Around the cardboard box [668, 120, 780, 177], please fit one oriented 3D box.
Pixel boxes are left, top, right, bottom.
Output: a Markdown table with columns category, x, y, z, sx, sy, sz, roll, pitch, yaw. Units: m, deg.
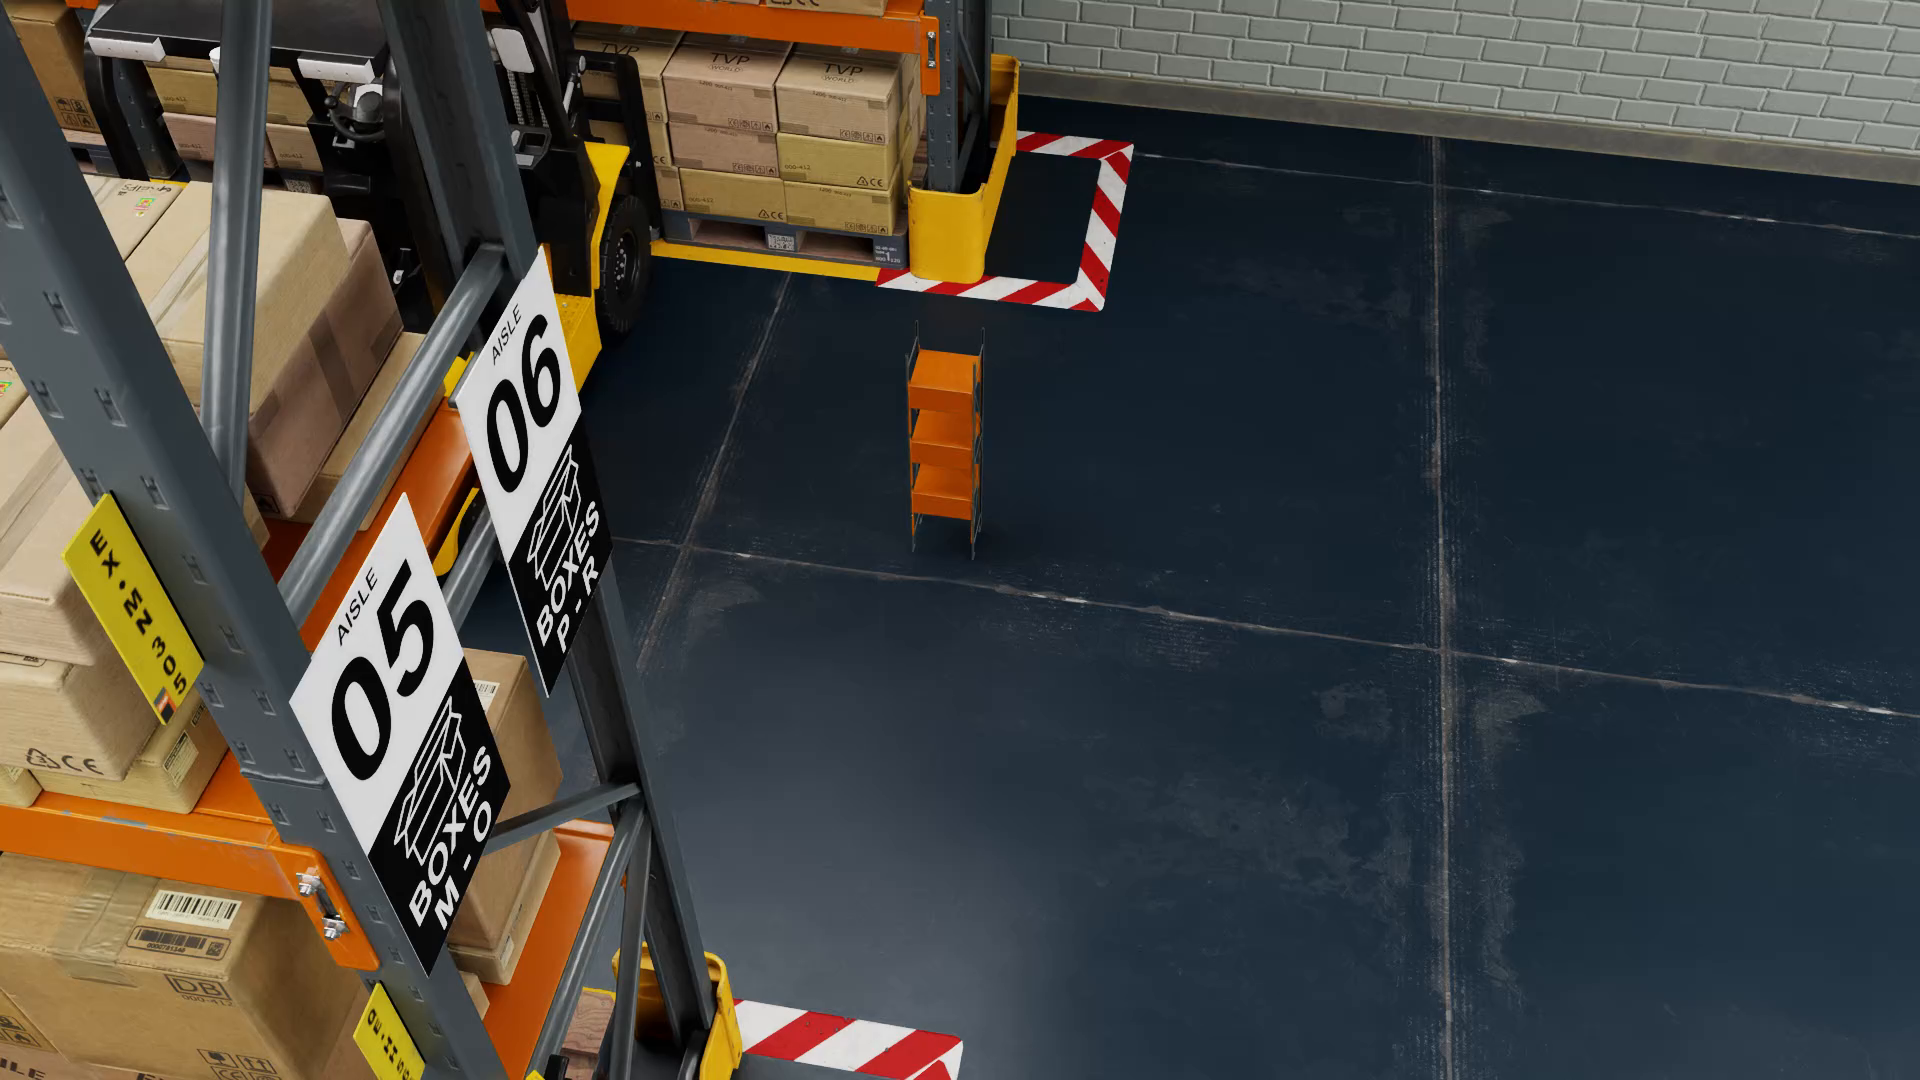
| category | x | y | z | sx | sy | sz | roll | pitch | yaw |
| --- | --- | --- | --- | --- | --- | --- | --- | --- | --- |
| cardboard box | -1.024 | -1.947 | 7.685 | 0.500 | 0.250 | 0.500 | 7 | 48 | 6 |

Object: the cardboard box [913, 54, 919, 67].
| category | x | y | z | sx | sy | sz | roll | pitch | yaw |
| --- | --- | --- | --- | --- | --- | --- | --- | --- | --- |
| cardboard box | -0.437 | -2.407 | 7.762 | 0.500 | 0.250 | 0.500 | 7 | 48 | 6 |

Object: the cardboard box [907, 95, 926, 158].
| category | x | y | z | sx | sy | sz | roll | pitch | yaw |
| --- | --- | --- | --- | --- | --- | --- | --- | --- | --- |
| cardboard box | -0.447 | -2.078 | 8.139 | 0.500 | 0.250 | 0.500 | 8 | 49 | 7 |

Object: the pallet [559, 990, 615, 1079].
| category | x | y | z | sx | sy | sz | roll | pitch | yaw |
| --- | --- | --- | --- | --- | --- | --- | --- | --- | --- |
| pallet | -1.745 | 1.773 | 4.987 | 1.213 | 0.211 | 1.003 | 8 | 49 | 7 |

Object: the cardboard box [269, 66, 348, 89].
| category | x | y | z | sx | sy | sz | roll | pitch | yaw |
| --- | --- | --- | --- | --- | --- | --- | --- | --- | --- |
| cardboard box | -3.013 | -2.365 | 7.724 | 0.500 | 0.250 | 0.500 | 8 | 49 | 7 |

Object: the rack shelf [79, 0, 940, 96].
| category | x | y | z | sx | sy | sz | roll | pitch | yaw |
| --- | --- | --- | --- | --- | --- | --- | --- | --- | --- |
| rack shelf | -1.966 | -2.673 | 7.591 | 4.000 | 0.370 | 1.077 | 8 | 49 | 7 |

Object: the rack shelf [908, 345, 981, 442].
| category | x | y | z | sx | sy | sz | roll | pitch | yaw |
| --- | --- | --- | --- | --- | --- | --- | --- | --- | --- |
| rack shelf | -0.053 | -0.541 | 6.135 | 0.240 | 0.259 | 0.215 | 8 | 49 | 7 |

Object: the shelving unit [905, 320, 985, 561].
| category | x | y | z | sx | sy | sz | roll | pitch | yaw |
| --- | --- | --- | --- | --- | --- | --- | --- | --- | --- |
| shelving unit | -0.053 | -0.358 | 6.338 | 0.252 | 1.050 | 0.215 | 8 | 49 | 7 |

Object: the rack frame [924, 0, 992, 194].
| category | x | y | z | sx | sy | sz | roll | pitch | yaw |
| --- | --- | --- | --- | --- | --- | --- | --- | --- | --- |
| rack frame | 0.002 | -2.649 | 7.086 | 0.127 | 3.000 | 1.000 | 8 | 49 | 7 |

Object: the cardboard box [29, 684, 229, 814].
| category | x | y | z | sx | sy | sz | roll | pitch | yaw |
| --- | --- | --- | --- | --- | --- | --- | --- | --- | --- |
| cardboard box | -1.278 | 0.224 | 2.657 | 0.250 | 0.149 | 0.380 | 8 | 49 | 7 |

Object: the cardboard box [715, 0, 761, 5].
| category | x | y | z | sx | sy | sz | roll | pitch | yaw |
| --- | --- | --- | --- | --- | --- | --- | --- | --- | --- |
| cardboard box | -1.038 | -2.631 | 7.002 | 0.500 | 0.500 | 0.500 | 9 | 49 | 8 |

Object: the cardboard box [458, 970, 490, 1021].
| category | x | y | z | sx | sy | sz | roll | pitch | yaw |
| --- | --- | --- | --- | --- | --- | --- | --- | --- | --- |
| cardboard box | -1.283 | 1.176 | 3.818 | 0.250 | 0.149 | 0.380 | 9 | 49 | 8 |

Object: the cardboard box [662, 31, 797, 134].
| category | x | y | z | sx | sy | sz | roll | pitch | yaw |
| --- | --- | --- | --- | --- | --- | --- | --- | --- | --- |
| cardboard box | -1.010 | -2.100 | 7.487 | 0.500 | 0.250 | 0.500 | 8 | 49 | 8 |

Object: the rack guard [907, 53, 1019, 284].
| category | x | y | z | sx | sy | sz | roll | pitch | yaw |
| --- | --- | --- | --- | --- | --- | --- | --- | --- | --- |
| rack guard | 0.026 | -1.810 | 8.013 | 0.348 | 0.500 | 1.175 | 8 | 49 | 7 |

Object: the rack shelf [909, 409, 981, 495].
| category | x | y | z | sx | sy | sz | roll | pitch | yaw |
| --- | --- | --- | --- | --- | --- | --- | --- | --- | --- |
| rack shelf | -0.053 | -0.351 | 6.346 | 0.240 | 0.259 | 0.215 | 8 | 49 | 7 |

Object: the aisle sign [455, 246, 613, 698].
| category | x | y | z | sx | sy | sz | roll | pitch | yaw |
| --- | --- | --- | --- | --- | --- | --- | --- | --- | --- |
| aisle sign | -0.761 | -0.103 | 3.050 | 0.004 | 0.787 | 0.394 | 8 | 49 | 7 |

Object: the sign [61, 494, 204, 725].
| category | x | y | z | sx | sy | sz | roll | pitch | yaw |
| --- | --- | --- | --- | --- | --- | --- | --- | --- | --- |
| sign | -0.996 | 0.090 | 2.013 | 0.005 | 0.325 | 0.100 | 8 | 49 | 7 |

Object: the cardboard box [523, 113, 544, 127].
| category | x | y | z | sx | sy | sz | roll | pitch | yaw |
| --- | --- | --- | --- | --- | --- | --- | --- | --- | --- |
| cardboard box | -2.028 | -2.069 | 7.795 | 0.500 | 0.250 | 0.500 | 8 | 48 | 7 |

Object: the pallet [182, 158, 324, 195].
| category | x | y | z | sx | sy | sz | roll | pitch | yaw |
| --- | --- | --- | --- | --- | --- | --- | --- | --- | --- |
| pallet | -3.159 | -2.110 | 8.476 | 1.213 | 0.211 | 1.003 | 8 | 49 | 7 |

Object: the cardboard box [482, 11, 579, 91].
| category | x | y | z | sx | sy | sz | roll | pitch | yaw |
| --- | --- | --- | --- | --- | --- | --- | --- | --- | --- |
| cardboard box | -2.006 | -2.232 | 7.605 | 0.500 | 0.250 | 0.500 | 7 | 48 | 6 |

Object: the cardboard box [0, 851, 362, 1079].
| category | x | y | z | sx | sy | sz | roll | pitch | yaw |
| --- | --- | --- | --- | --- | --- | --- | --- | --- | --- |
| cardboard box | -1.419 | 0.610 | 3.218 | 0.500 | 0.500 | 0.700 | 7 | 48 | 6 |

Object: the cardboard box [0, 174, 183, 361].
| category | x | y | z | sx | sy | sz | roll | pitch | yaw |
| --- | --- | --- | --- | --- | --- | --- | --- | --- | --- |
| cardboard box | -1.441 | -0.418 | 2.698 | 0.250 | 0.149 | 0.380 | 7 | 48 | 7 |

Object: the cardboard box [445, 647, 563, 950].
| category | x | y | z | sx | sy | sz | roll | pitch | yaw |
| --- | --- | --- | --- | --- | --- | --- | --- | --- | --- |
| cardboard box | -1.294 | 0.586 | 3.911 | 0.500 | 0.500 | 0.500 | 7 | 48 | 6 |

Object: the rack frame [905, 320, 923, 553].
| category | x | y | z | sx | sy | sz | roll | pitch | yaw |
| --- | --- | --- | --- | --- | --- | --- | --- | --- | --- |
| rack frame | -0.173 | -0.374 | 6.352 | 0.008 | 1.050 | 0.200 | 8 | 49 | 7 |

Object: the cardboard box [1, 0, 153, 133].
| category | x | y | z | sx | sy | sz | roll | pitch | yaw |
| --- | --- | --- | --- | --- | --- | --- | --- | --- | --- |
| cardboard box | -4.450 | -2.586 | 8.343 | 0.625 | 0.625 | 0.875 | 10 | 49 | 9 |

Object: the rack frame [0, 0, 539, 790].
| category | x | y | z | sx | sy | sz | roll | pitch | yaw |
| --- | --- | --- | --- | --- | --- | --- | --- | --- | --- |
| rack frame | -0.877 | -1.020 | 1.589 | 0.127 | 3.000 | 1.000 | 8 | 49 | 7 |

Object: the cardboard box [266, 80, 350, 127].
| category | x | y | z | sx | sy | sz | roll | pitch | yaw |
| --- | --- | --- | --- | --- | --- | --- | --- | --- | --- |
| cardboard box | -3.017 | -2.212 | 7.923 | 0.500 | 0.250 | 0.500 | 7 | 48 | 7 |

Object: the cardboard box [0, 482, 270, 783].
| category | x | y | z | sx | sy | sz | roll | pitch | yaw |
| --- | --- | --- | --- | --- | --- | --- | --- | --- | --- |
| cardboard box | -1.429 | 0.062 | 2.534 | 0.500 | 0.250 | 0.500 | 7 | 48 | 6 |

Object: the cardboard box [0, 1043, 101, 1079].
| category | x | y | z | sx | sy | sz | roll | pitch | yaw |
| --- | --- | --- | --- | --- | --- | --- | --- | --- | --- |
| cardboard box | -1.952 | 0.912 | 3.619 | 0.500 | 0.500 | 0.500 | 8 | 49 | 7 |

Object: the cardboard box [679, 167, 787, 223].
| category | x | y | z | sx | sy | sz | roll | pitch | yaw |
| --- | --- | --- | --- | --- | --- | --- | --- | --- | --- |
| cardboard box | -1.004 | -1.774 | 7.866 | 0.500 | 0.250 | 0.500 | 8 | 49 | 7 |

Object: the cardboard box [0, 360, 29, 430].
| category | x | y | z | sx | sy | sz | roll | pitch | yaw |
| --- | --- | --- | --- | --- | --- | --- | --- | --- | --- |
| cardboard box | -1.509 | -0.091 | 2.404 | 0.250 | 0.149 | 0.380 | 8 | 49 | 7 |

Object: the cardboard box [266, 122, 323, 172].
| category | x | y | z | sx | sy | sz | roll | pitch | yaw |
| --- | --- | --- | --- | --- | --- | --- | --- | --- | --- |
| cardboard box | -3.015 | -2.037 | 8.102 | 0.500 | 0.250 | 0.500 | 7 | 48 | 6 |

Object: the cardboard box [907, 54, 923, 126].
| category | x | y | z | sx | sy | sz | roll | pitch | yaw |
| --- | --- | --- | --- | --- | --- | --- | --- | --- | --- |
| cardboard box | -0.424 | -2.252 | 7.959 | 0.500 | 0.250 | 0.500 | 8 | 49 | 8 |

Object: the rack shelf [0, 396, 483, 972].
| category | x | y | z | sx | sy | sz | roll | pitch | yaw |
| --- | --- | --- | --- | --- | --- | --- | --- | --- | --- |
| rack shelf | -2.845 | -0.042 | 3.210 | 4.000 | 0.370 | 1.077 | 8 | 49 | 7 |

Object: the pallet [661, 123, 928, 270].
| category | x | y | z | sx | sy | sz | roll | pitch | yaw |
| --- | --- | --- | --- | --- | --- | --- | --- | --- | --- |
| pallet | -0.758 | -1.788 | 8.186 | 1.213 | 0.211 | 1.003 | 8 | 49 | 7 |
